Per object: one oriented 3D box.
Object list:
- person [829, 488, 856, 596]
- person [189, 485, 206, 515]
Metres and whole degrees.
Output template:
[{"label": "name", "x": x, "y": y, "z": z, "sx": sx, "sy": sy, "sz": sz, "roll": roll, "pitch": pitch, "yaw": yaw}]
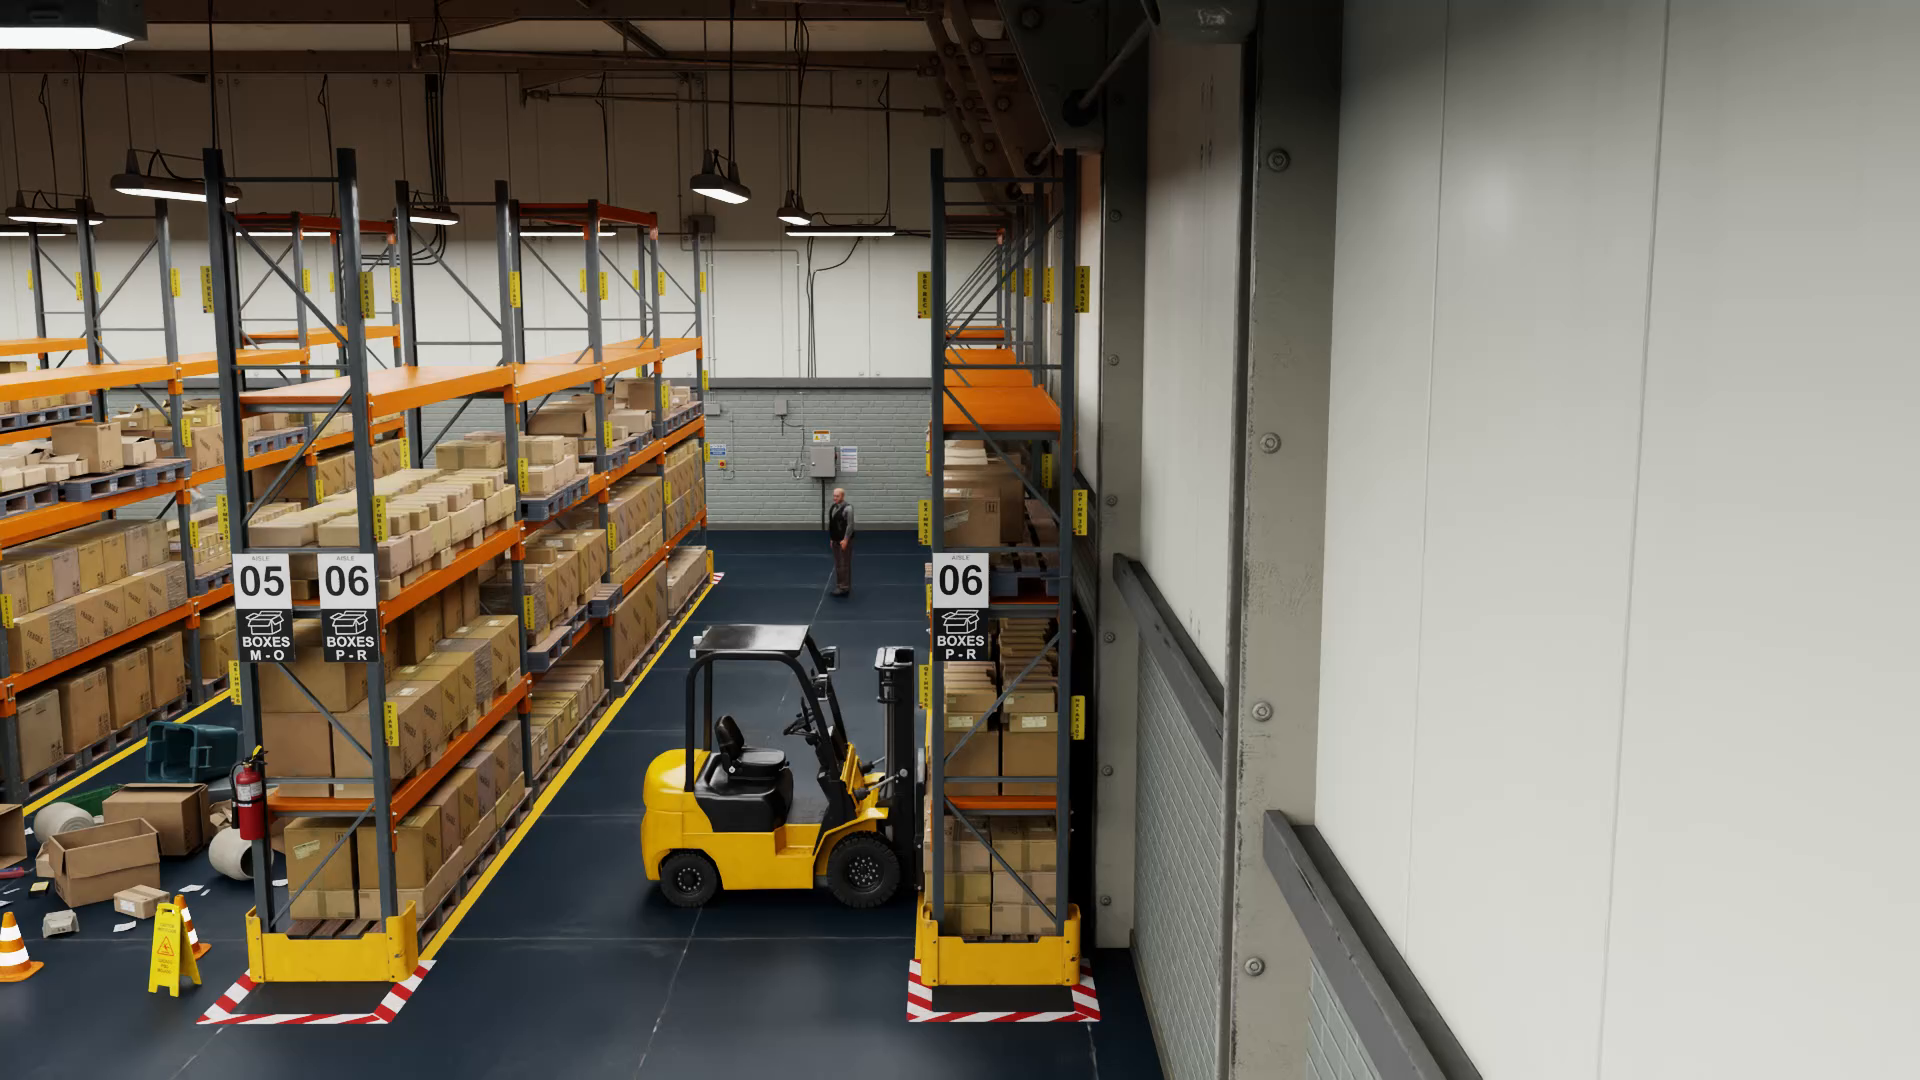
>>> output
[{"label": "person", "x": -1.934, "y": 0.027, "z": 26.836, "sx": 0.419, "sy": 1.741, "sz": 0.559, "roll": -8, "pitch": 12, "yaw": -39}, {"label": "person", "x": -13.674, "y": -0.355, "z": 29.757, "sx": 0.474, "sy": 1.621, "sz": 0.456, "roll": 1, "pitch": 9, "yaw": 4}]
